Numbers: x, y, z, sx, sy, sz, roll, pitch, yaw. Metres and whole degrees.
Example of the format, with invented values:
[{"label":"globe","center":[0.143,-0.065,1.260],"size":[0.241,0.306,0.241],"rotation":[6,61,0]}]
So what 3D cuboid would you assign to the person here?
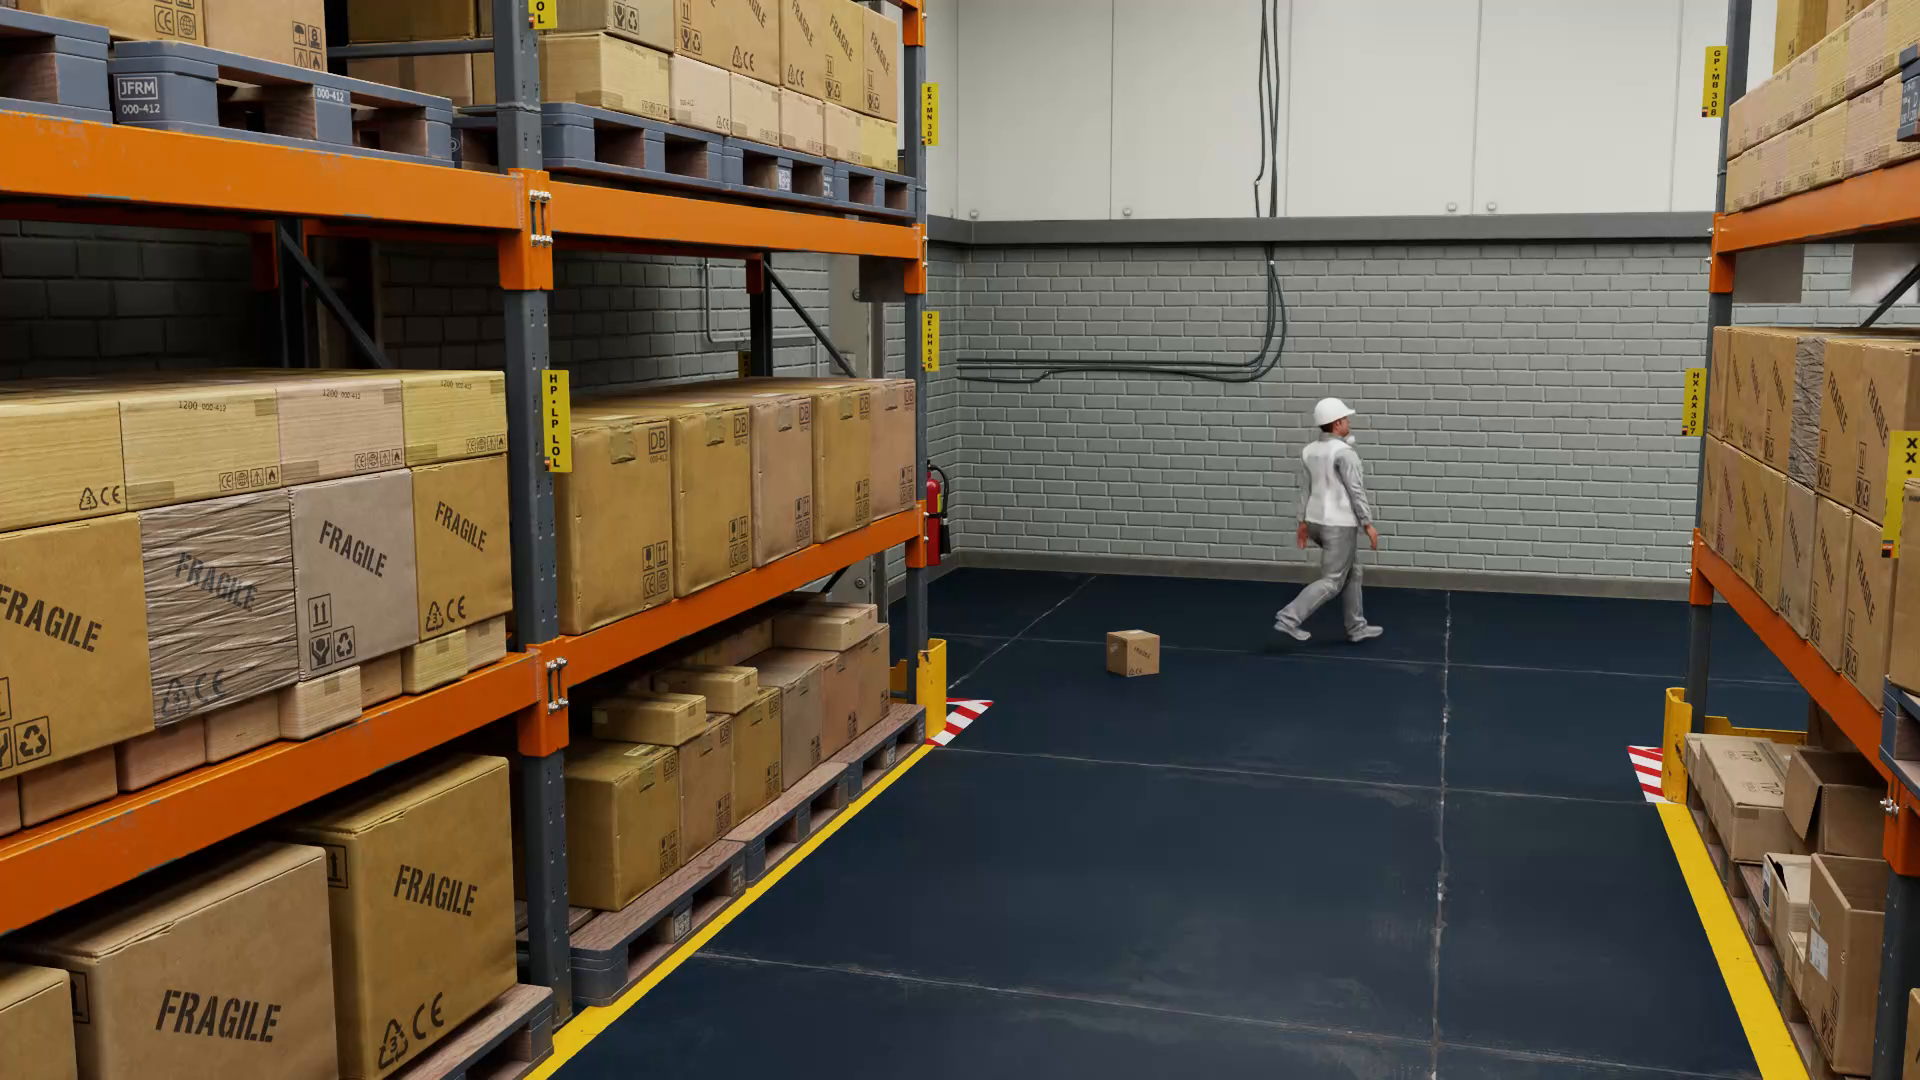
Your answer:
[{"label":"person","center":[2.605,-0.116,11.546],"size":[0.973,1.737,0.558],"rotation":[-3,9,-19]}]
